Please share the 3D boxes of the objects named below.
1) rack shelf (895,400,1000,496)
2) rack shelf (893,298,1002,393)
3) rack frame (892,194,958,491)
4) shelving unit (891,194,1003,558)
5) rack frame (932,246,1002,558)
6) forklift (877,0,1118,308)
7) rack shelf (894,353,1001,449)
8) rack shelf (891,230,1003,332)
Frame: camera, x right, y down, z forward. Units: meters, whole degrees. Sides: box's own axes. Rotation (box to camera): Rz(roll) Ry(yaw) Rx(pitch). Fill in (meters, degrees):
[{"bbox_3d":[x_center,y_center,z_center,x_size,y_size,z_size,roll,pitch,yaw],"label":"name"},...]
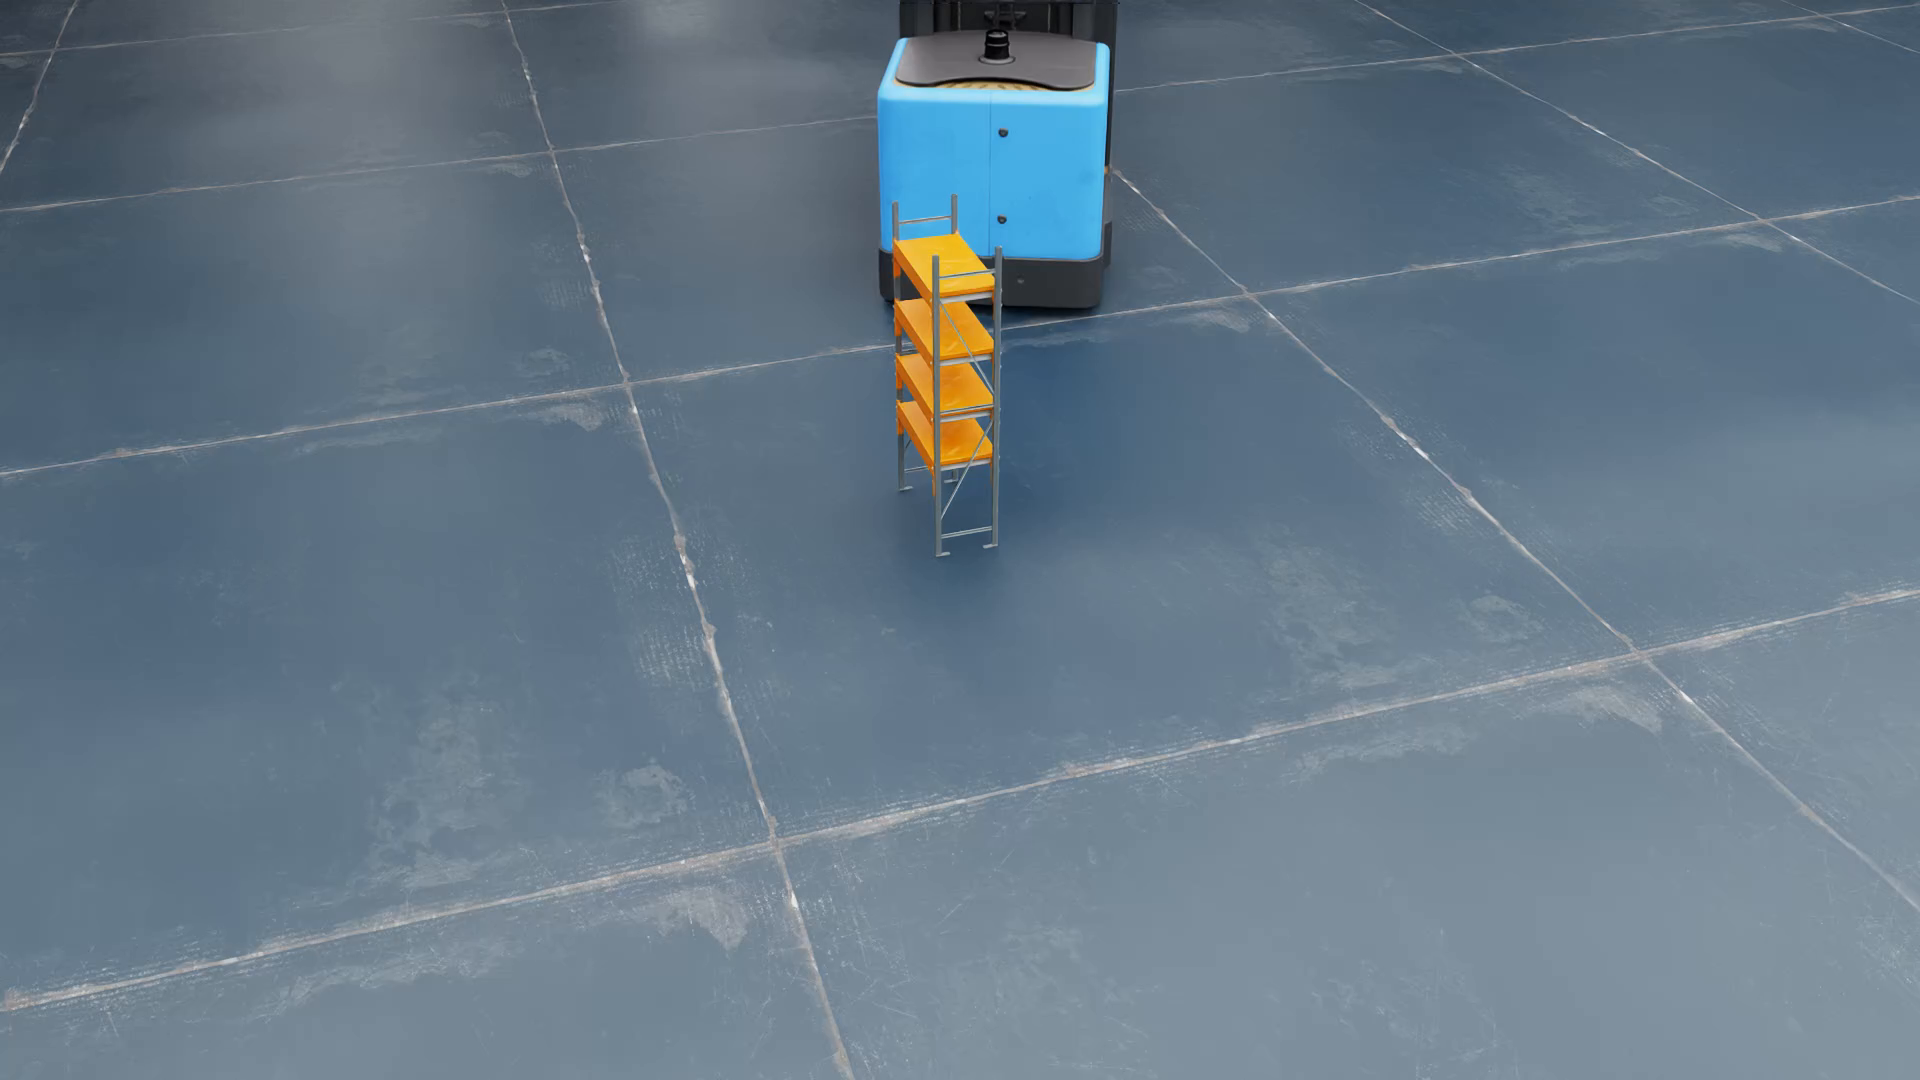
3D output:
[{"bbox_3d":[-0.050,-0.366,6.197,0.258,0.148,0.480,-10,35,-15],"label":"rack shelf"},{"bbox_3d":[-0.050,-0.718,5.965,0.258,0.148,0.480,-10,35,-15],"label":"rack shelf"},{"bbox_3d":[-0.125,-0.716,6.245,0.240,1.200,0.015,-10,35,-15],"label":"rack frame"},{"bbox_3d":[-0.050,-0.587,6.051,0.258,1.200,0.503,-10,35,-15],"label":"shelving unit"},{"bbox_3d":[0.024,-0.459,5.857,0.240,1.200,0.015,-10,35,-15],"label":"rack frame"},{"bbox_3d":[0.263,-3.095,8.275,1.130,2.935,3.031,3,34,4],"label":"forklift"},{"bbox_3d":[-0.050,-0.531,6.088,0.258,0.148,0.480,-10,35,-15],"label":"rack shelf"},{"bbox_3d":[-0.050,-0.915,5.834,0.258,0.148,0.480,-10,35,-15],"label":"rack shelf"}]
